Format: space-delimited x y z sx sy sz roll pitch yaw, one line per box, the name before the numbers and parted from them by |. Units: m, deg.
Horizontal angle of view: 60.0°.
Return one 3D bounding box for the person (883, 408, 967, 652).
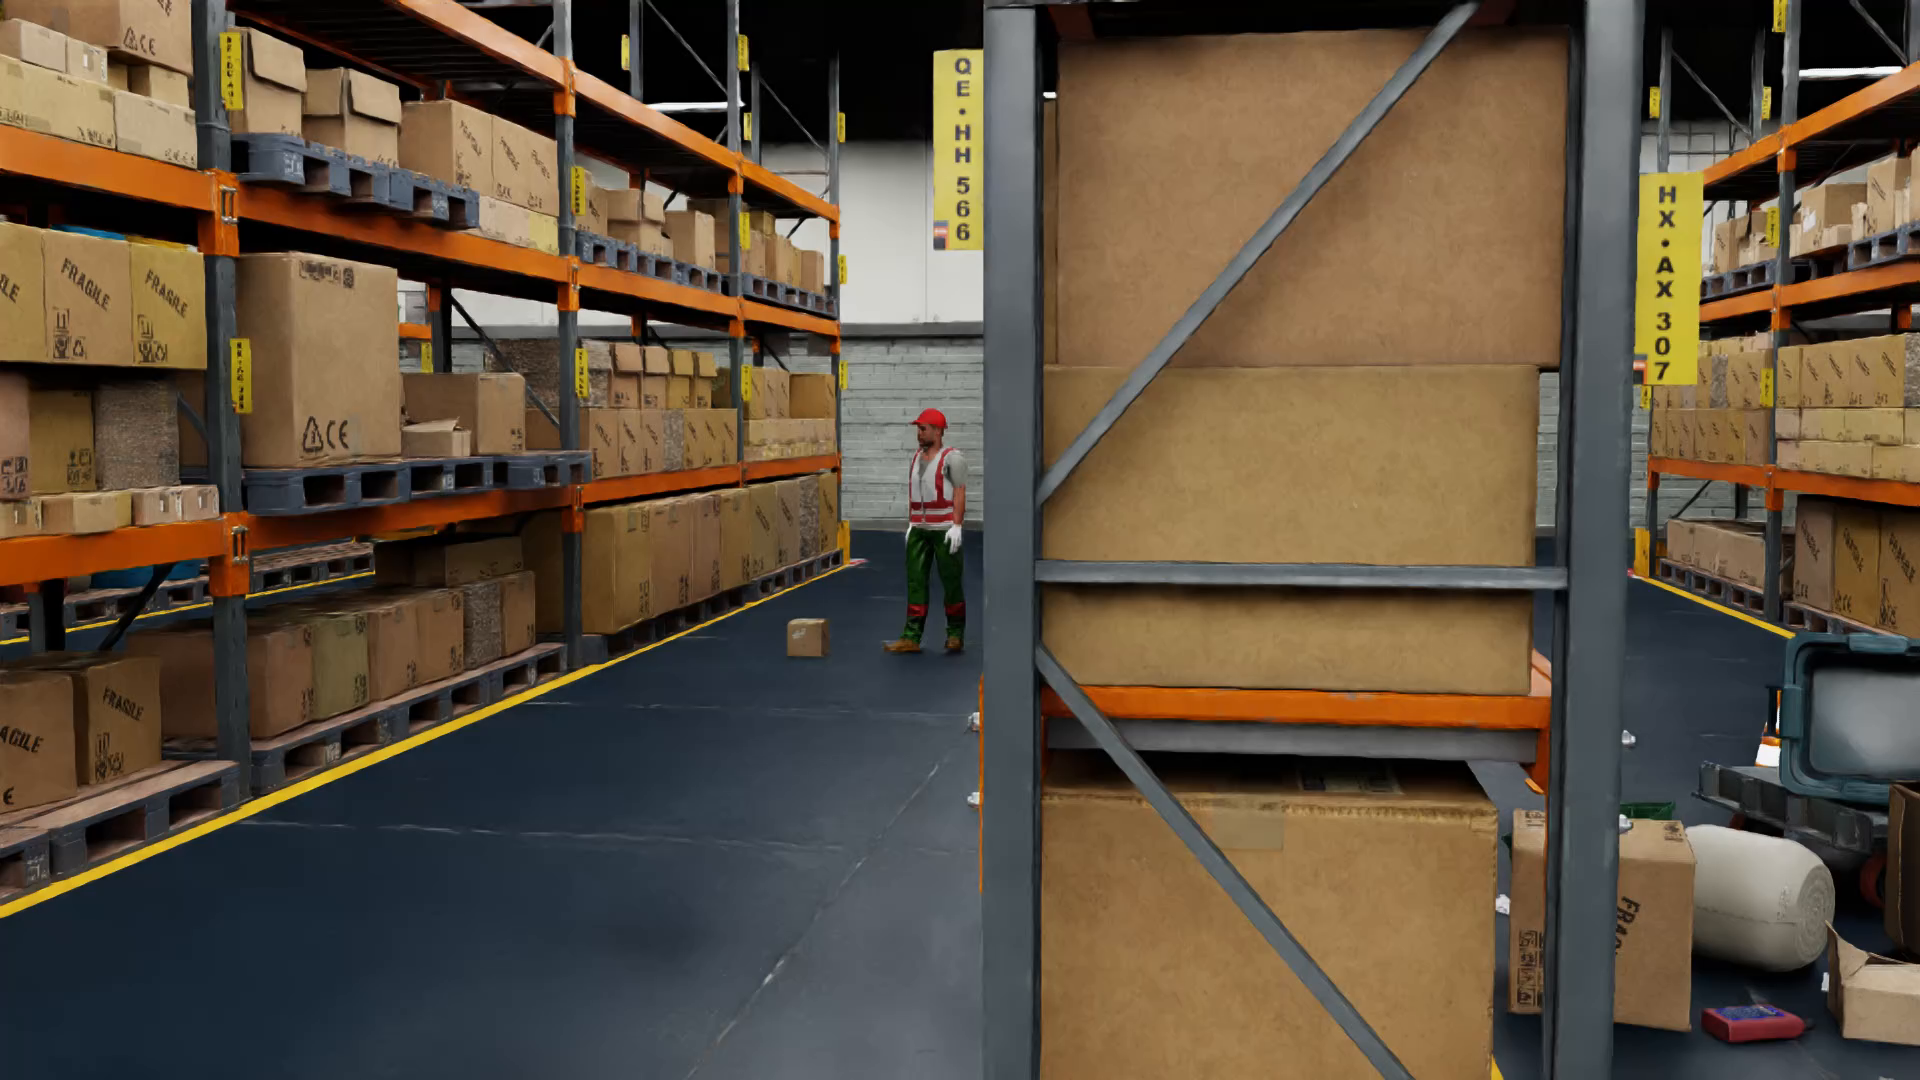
person | -0.222 -0.068 12.215 0.544 1.792 0.585 3 5 35
